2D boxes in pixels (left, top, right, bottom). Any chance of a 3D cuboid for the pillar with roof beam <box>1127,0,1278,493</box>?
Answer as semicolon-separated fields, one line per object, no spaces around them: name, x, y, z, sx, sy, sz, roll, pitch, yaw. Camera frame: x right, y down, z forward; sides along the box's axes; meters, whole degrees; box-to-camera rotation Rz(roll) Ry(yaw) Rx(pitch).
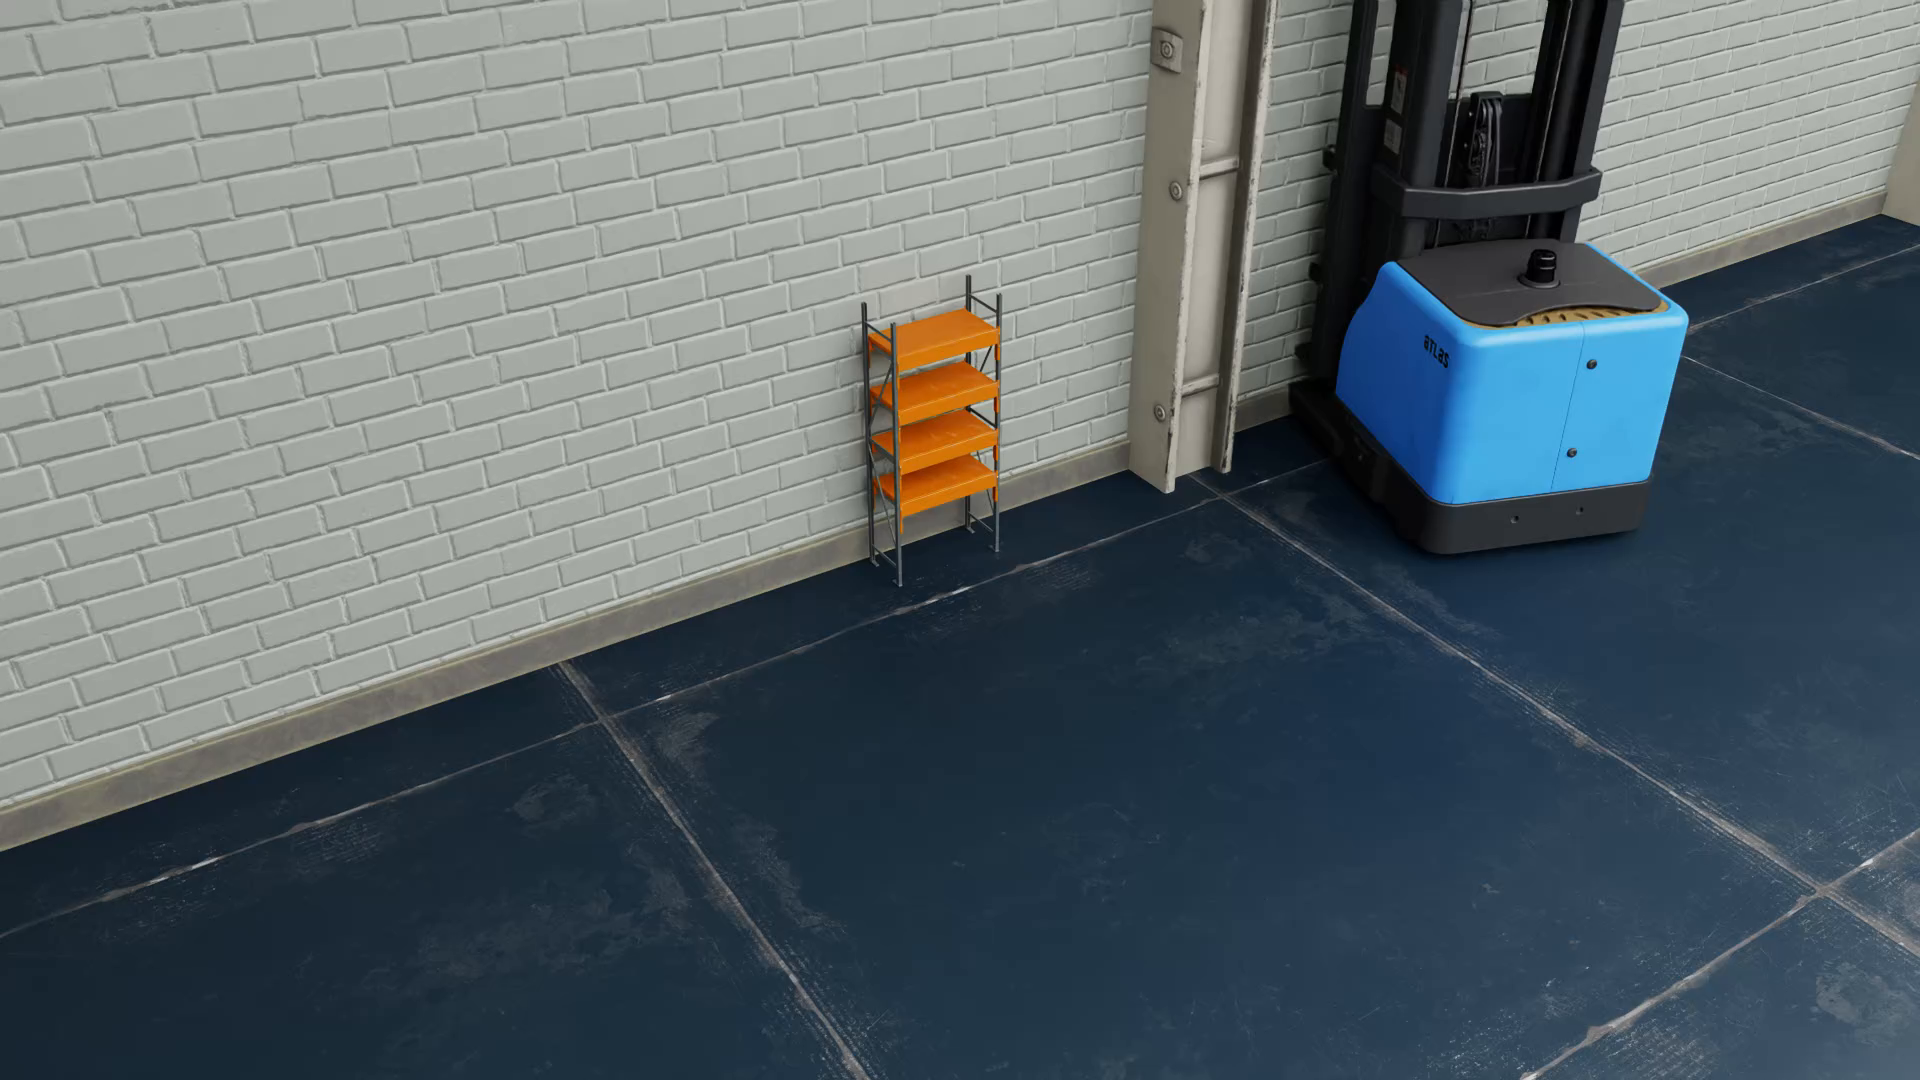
pillar with roof beam;3.352;-2.213;2.324;0.400;9.000;9.100;-19;37;-27

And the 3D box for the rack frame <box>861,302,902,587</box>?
rack frame;-0.313;-0.365;6.704;0.015;1.200;0.240;-19;37;-28

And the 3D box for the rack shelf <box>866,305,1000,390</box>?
rack shelf;-0.109;-0.769;6.607;0.480;0.148;0.258;-19;37;-28

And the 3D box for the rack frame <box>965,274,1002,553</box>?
rack frame;0.094;-0.508;6.930;0.015;1.200;0.240;-19;37;-28

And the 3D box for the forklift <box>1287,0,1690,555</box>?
forklift;2.147;-1.952;7.597;1.130;2.935;3.031;-7;33;-11

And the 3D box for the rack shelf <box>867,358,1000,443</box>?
rack shelf;-0.109;-0.569;6.733;0.480;0.148;0.258;-19;37;-28

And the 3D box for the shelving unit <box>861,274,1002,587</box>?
shelving unit;-0.109;-0.437;6.817;0.503;1.200;0.258;-19;37;-28

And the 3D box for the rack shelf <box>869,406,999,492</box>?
rack shelf;-0.109;-0.380;6.853;0.480;0.148;0.258;-19;37;-28

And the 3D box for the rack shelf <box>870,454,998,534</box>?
rack shelf;-0.110;-0.212;6.959;0.480;0.148;0.258;-19;37;-28

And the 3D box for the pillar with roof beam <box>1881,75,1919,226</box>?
pillar with roof beam;8.395;-3.947;5.073;0.400;9.000;9.100;-19;37;-27
